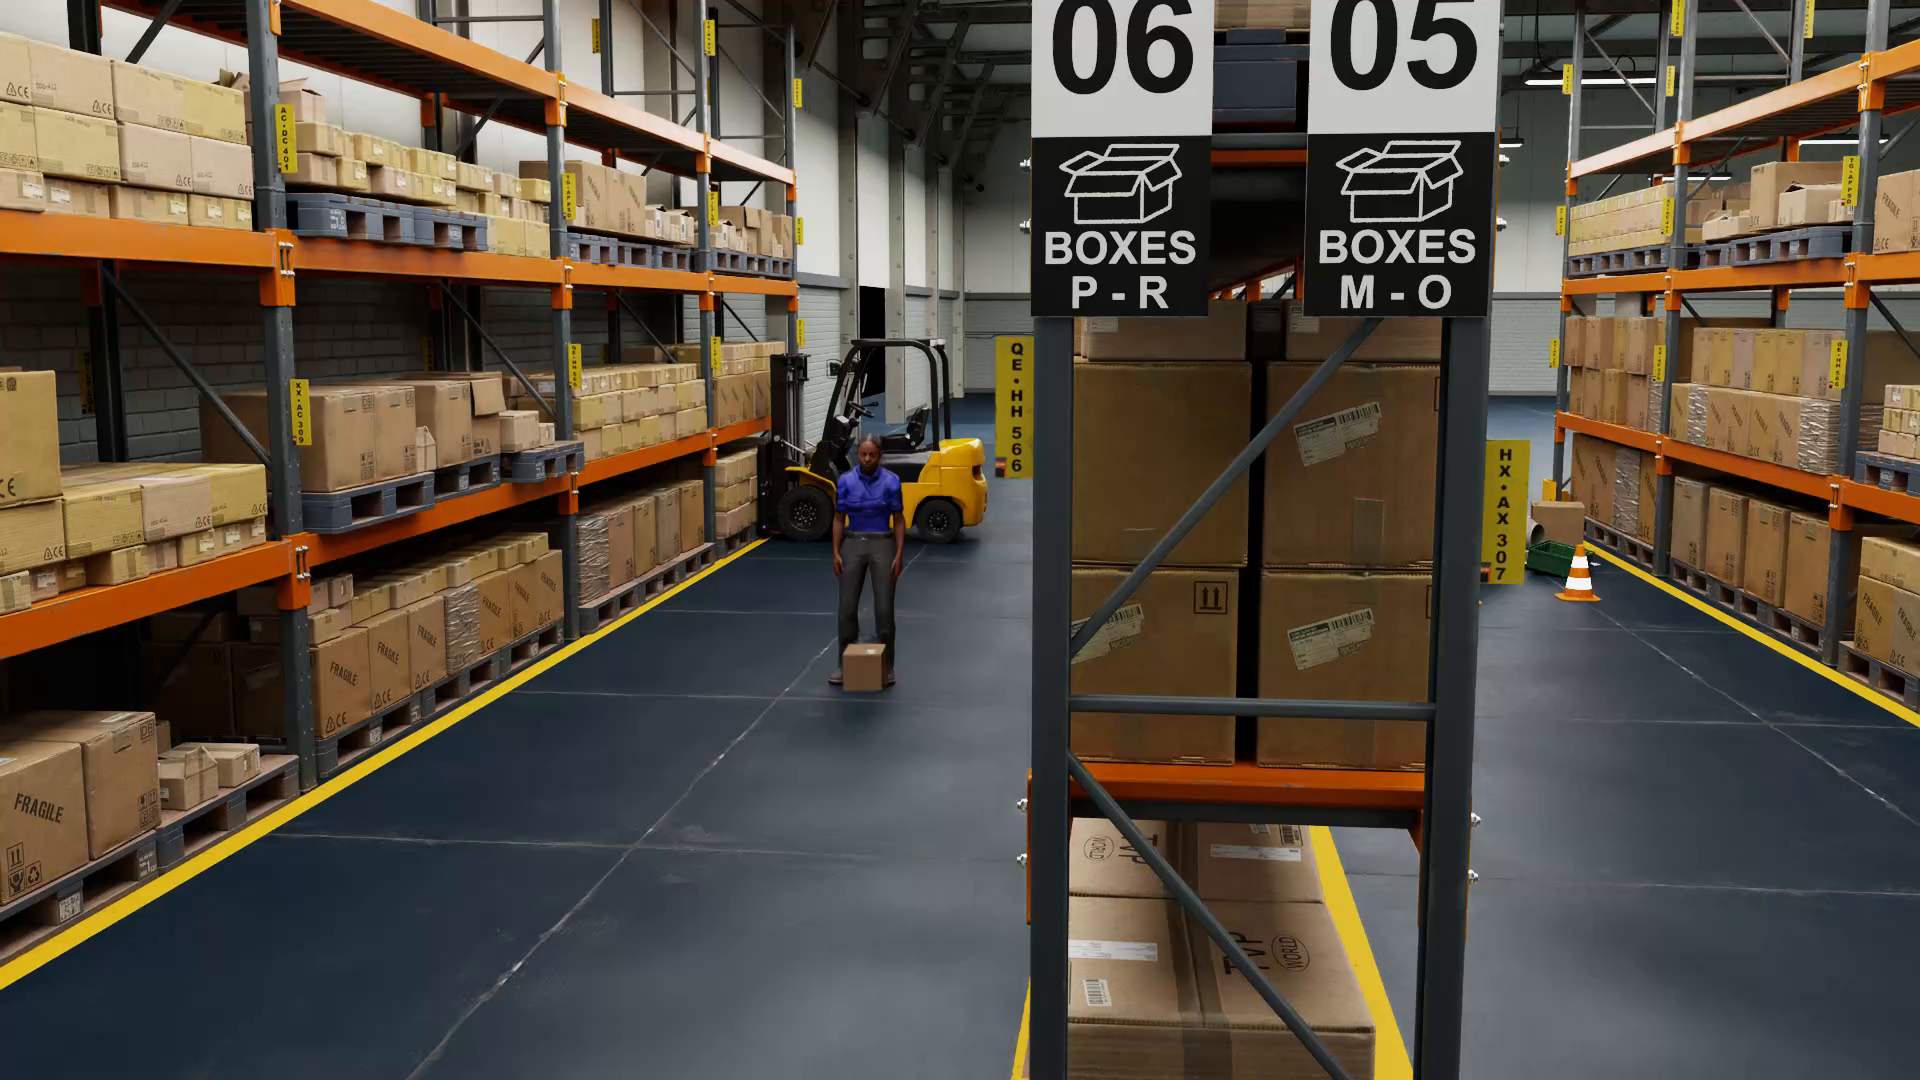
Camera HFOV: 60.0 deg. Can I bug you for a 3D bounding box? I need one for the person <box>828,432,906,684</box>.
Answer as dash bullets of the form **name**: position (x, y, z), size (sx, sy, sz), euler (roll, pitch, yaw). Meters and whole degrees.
- **person**: position (-0.613, 0.113, 10.977), size (0.503, 1.656, 0.349), euler (1, 8, 4)
